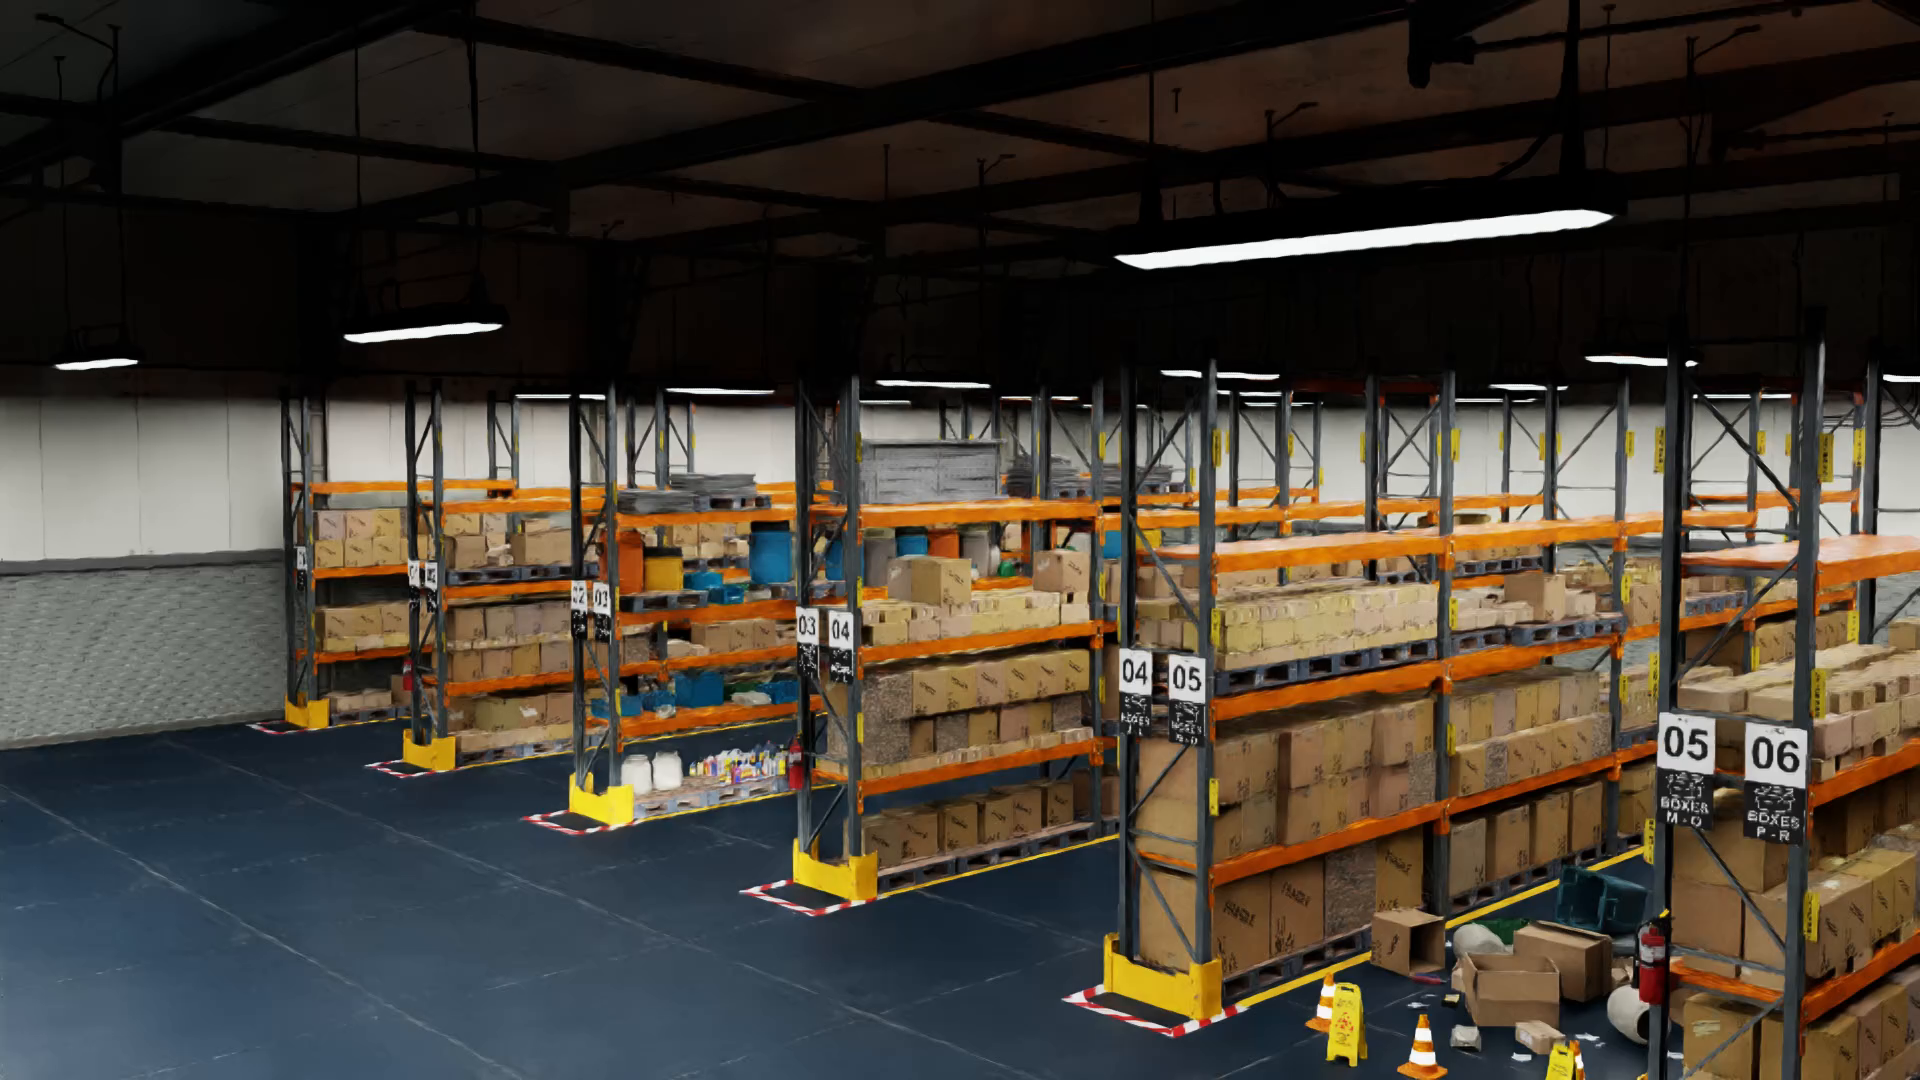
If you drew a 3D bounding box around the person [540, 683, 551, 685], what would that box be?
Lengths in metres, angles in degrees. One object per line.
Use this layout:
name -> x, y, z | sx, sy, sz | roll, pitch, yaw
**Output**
person -> -7.558, 2.437, 29.738 | 0.483, 1.621, 0.995 | 3, 5, 38
